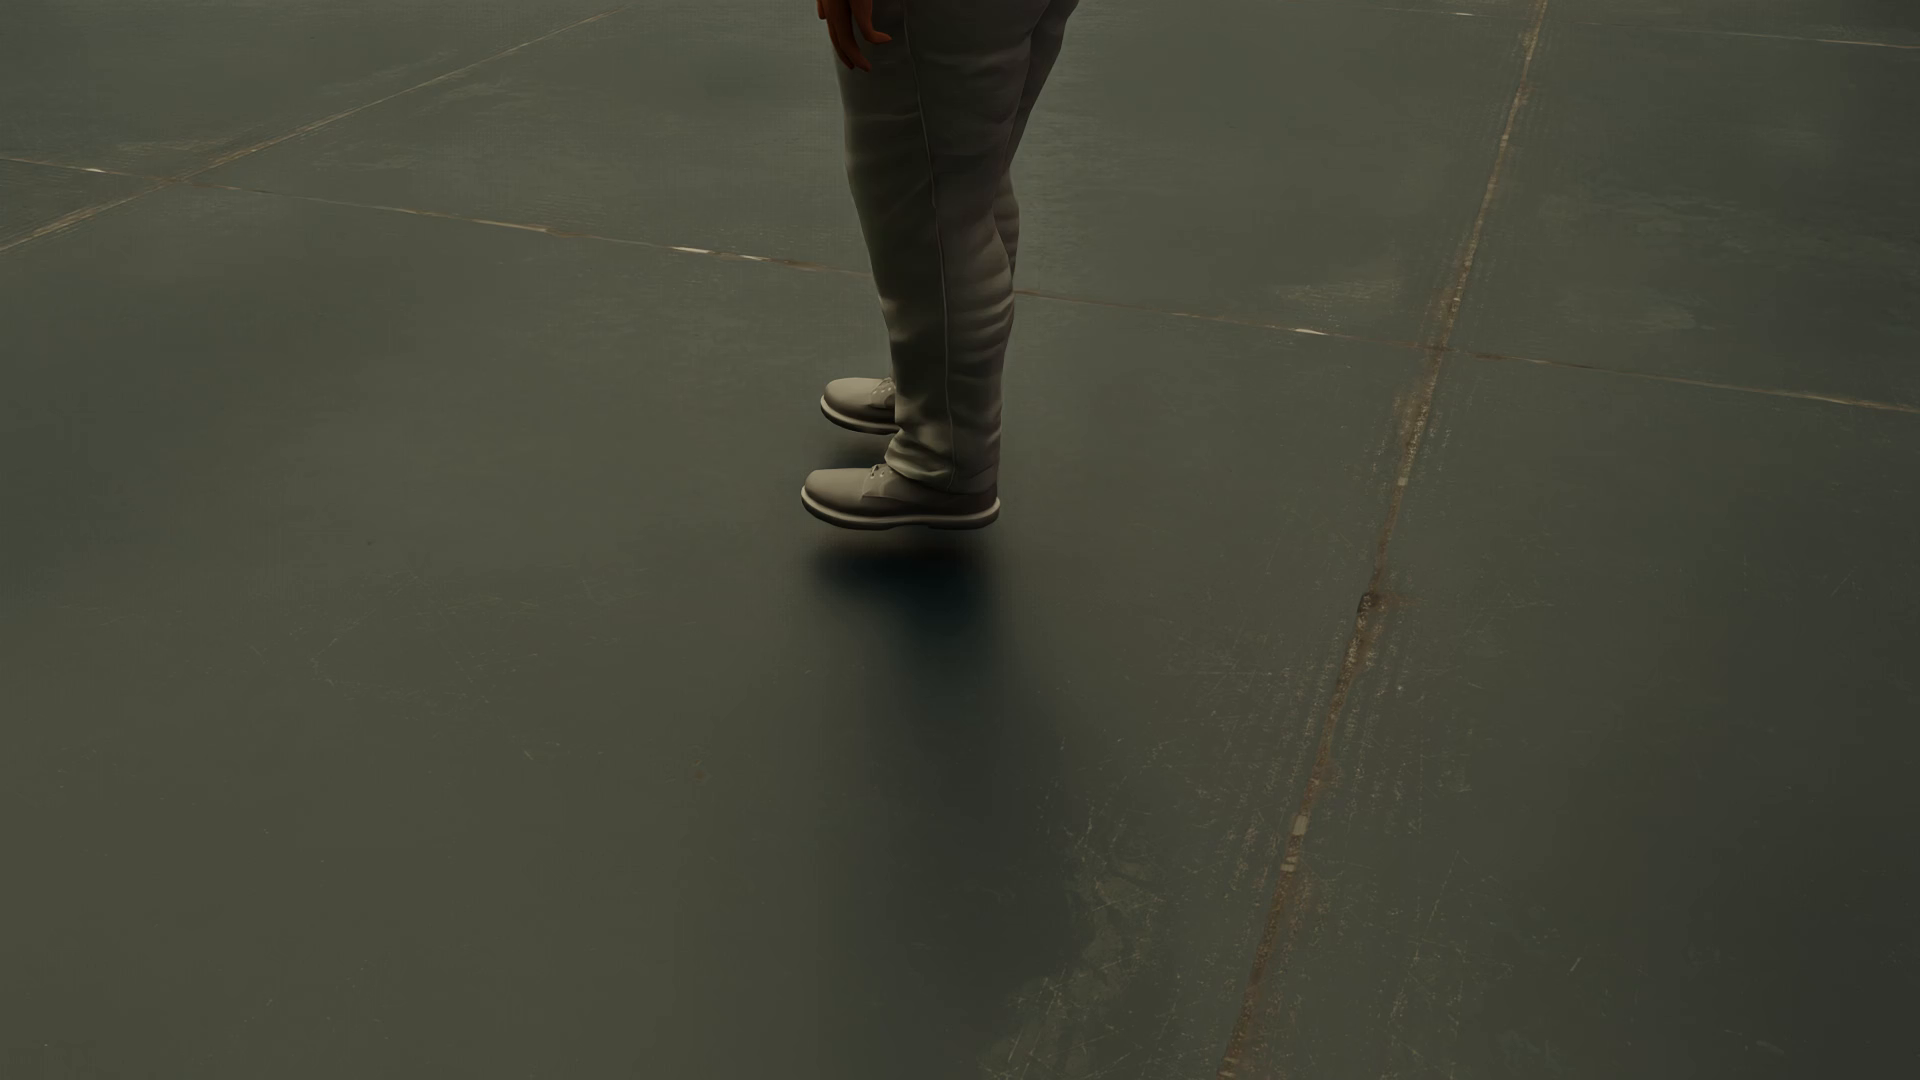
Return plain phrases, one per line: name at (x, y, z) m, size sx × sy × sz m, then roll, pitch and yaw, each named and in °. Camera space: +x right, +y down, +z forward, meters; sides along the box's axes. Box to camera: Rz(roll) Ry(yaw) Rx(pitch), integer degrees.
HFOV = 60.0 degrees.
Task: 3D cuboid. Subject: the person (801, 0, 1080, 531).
person at (-0.064, -0.791, 2.107) m, size 0.528 × 1.669 × 0.598 m, roll 10°, pitch 31°, yaw 18°
